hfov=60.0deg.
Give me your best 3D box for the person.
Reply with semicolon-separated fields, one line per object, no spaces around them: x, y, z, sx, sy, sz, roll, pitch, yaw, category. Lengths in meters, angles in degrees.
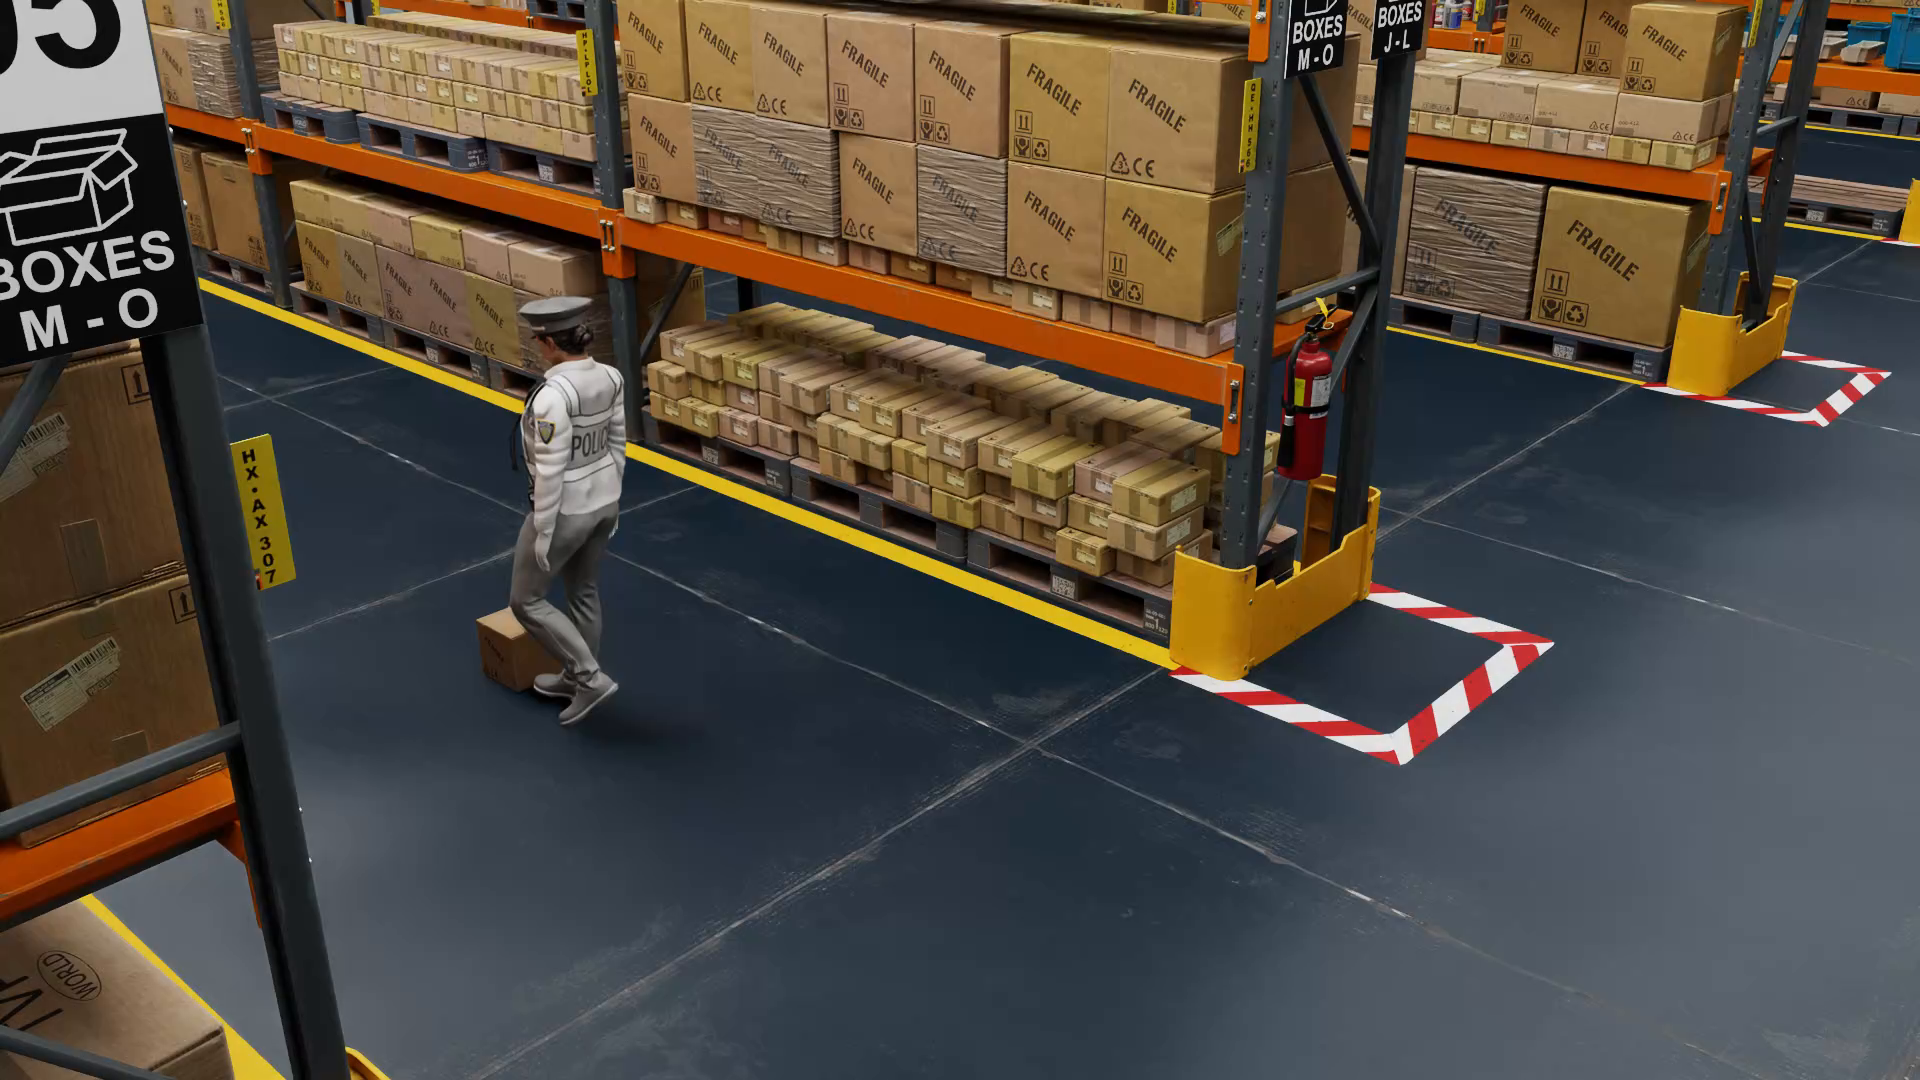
-1.492;-0.106;6.284;0.537;1.658;0.511;11;26;23;person
